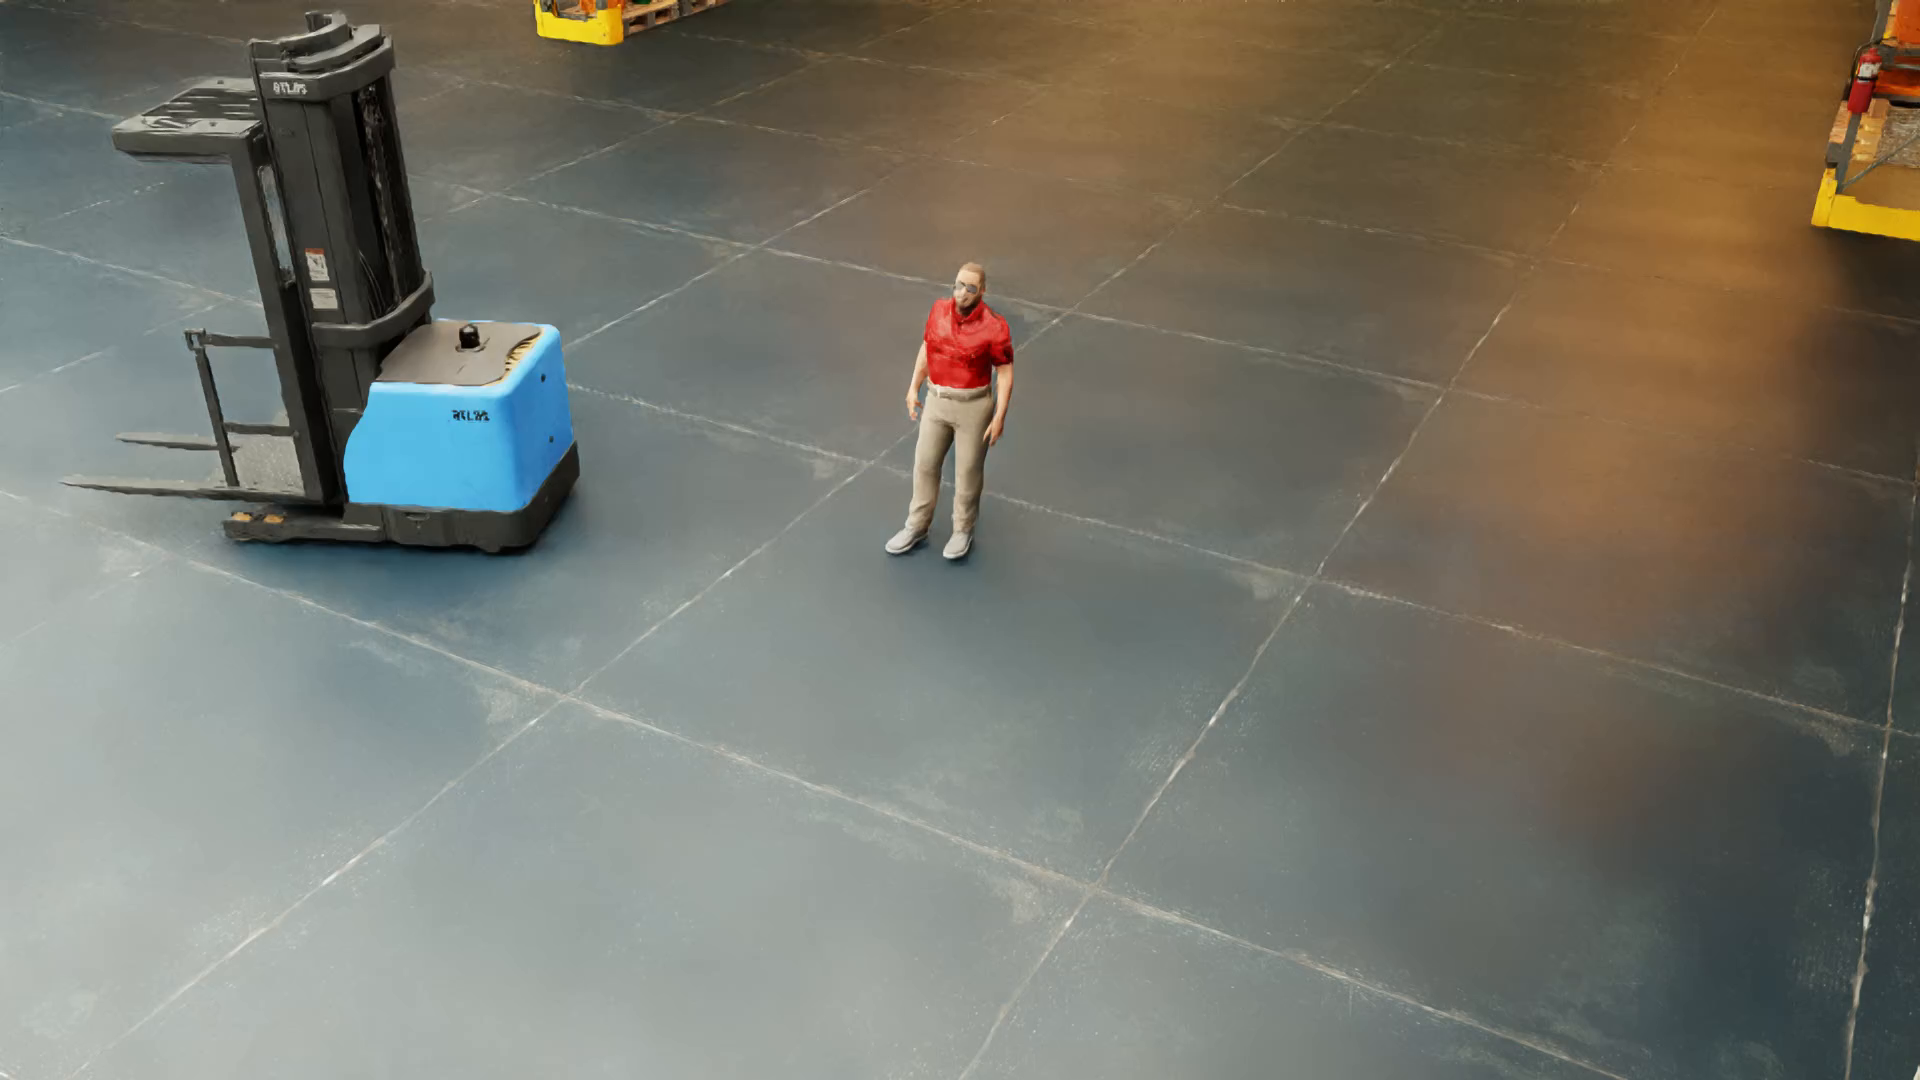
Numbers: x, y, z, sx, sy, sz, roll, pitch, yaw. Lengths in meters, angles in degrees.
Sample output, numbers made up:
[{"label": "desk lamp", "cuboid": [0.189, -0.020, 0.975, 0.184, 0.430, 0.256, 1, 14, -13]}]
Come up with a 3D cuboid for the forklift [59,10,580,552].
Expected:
[{"label": "forklift", "cuboid": [-3.975, -1.508, 9.683, 3.031, 2.935, 1.130, 3, 30, 6]}]

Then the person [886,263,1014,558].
[{"label": "person", "cuboid": [-0.054, -0.718, 9.504, 0.640, 1.726, 0.550, 15, 33, 25]}]
